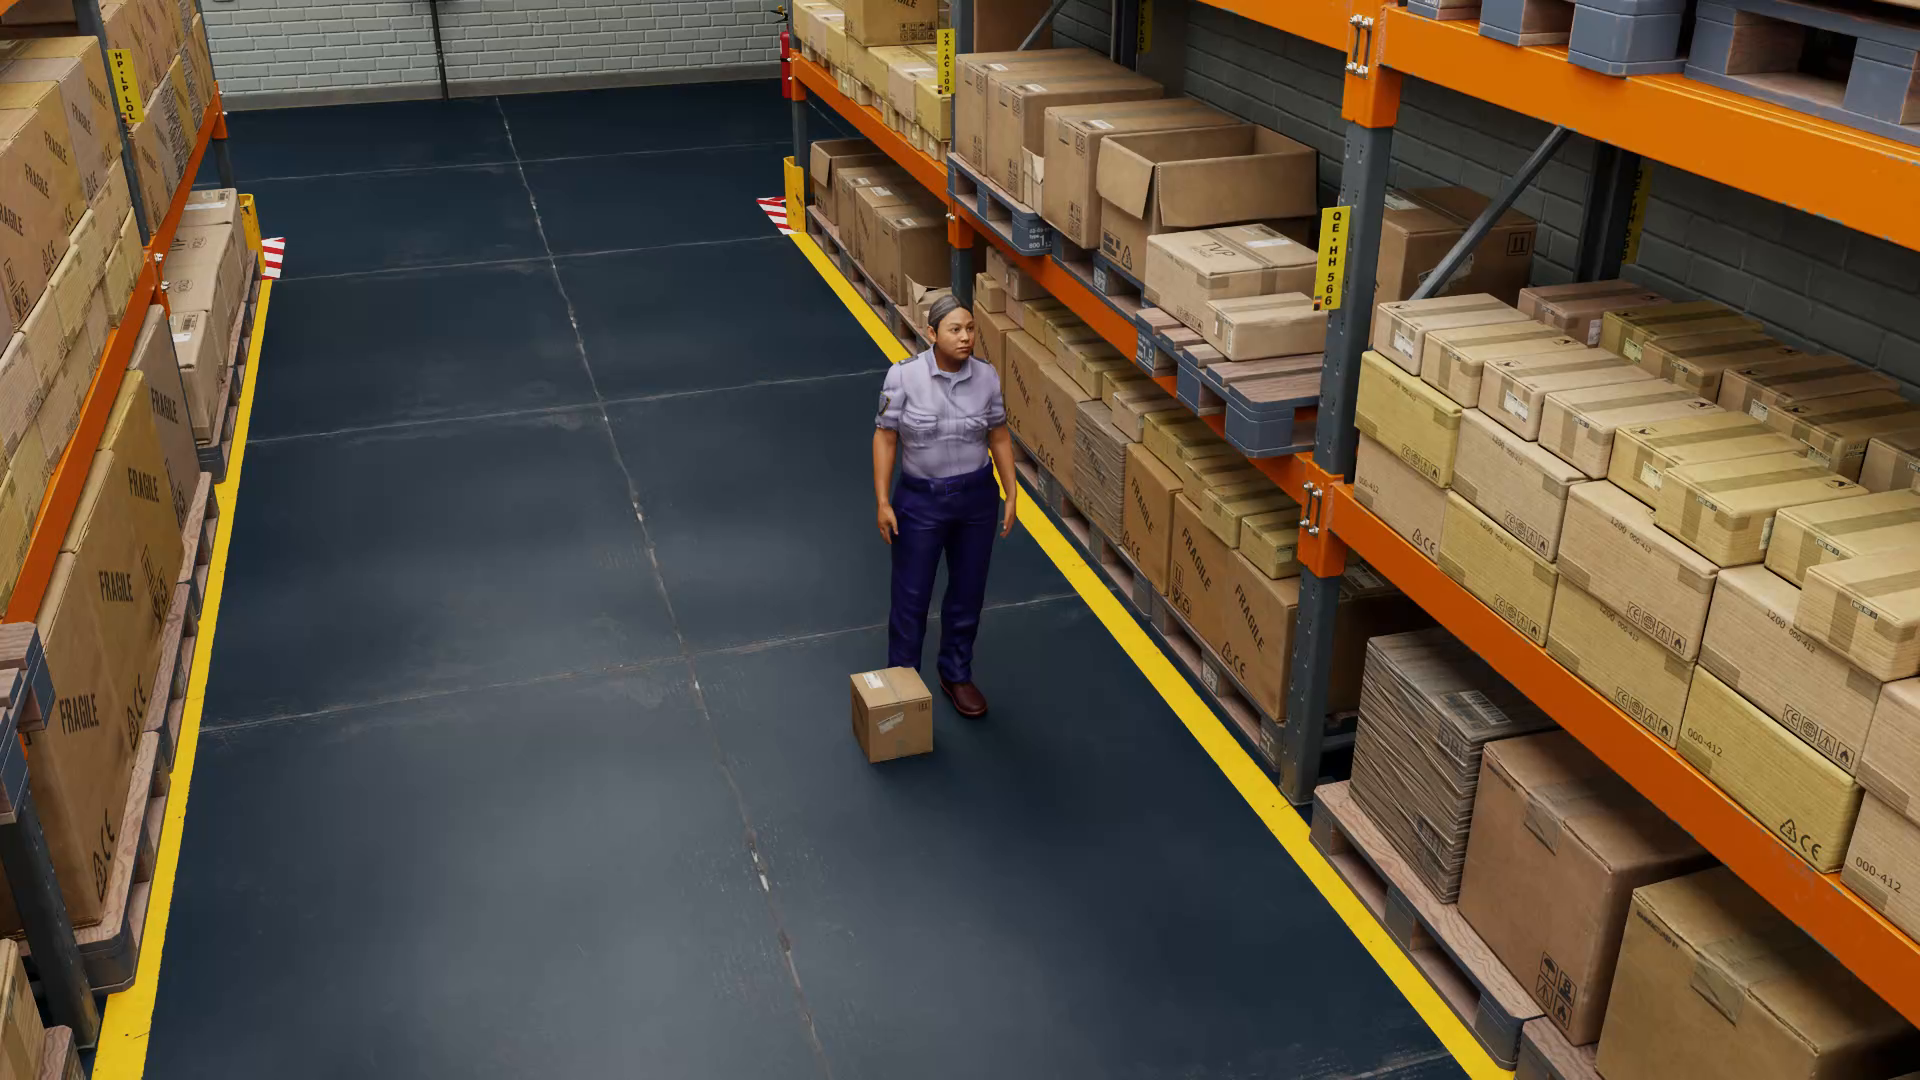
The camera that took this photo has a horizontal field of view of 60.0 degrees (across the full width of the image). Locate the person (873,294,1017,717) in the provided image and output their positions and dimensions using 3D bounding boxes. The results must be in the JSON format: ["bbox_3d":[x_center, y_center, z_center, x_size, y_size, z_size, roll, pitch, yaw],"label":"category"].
[{"bbox_3d":[-0.045,-0.084,6.275,0.598,1.651,0.503,-8,28,-16],"label":"person"}]
